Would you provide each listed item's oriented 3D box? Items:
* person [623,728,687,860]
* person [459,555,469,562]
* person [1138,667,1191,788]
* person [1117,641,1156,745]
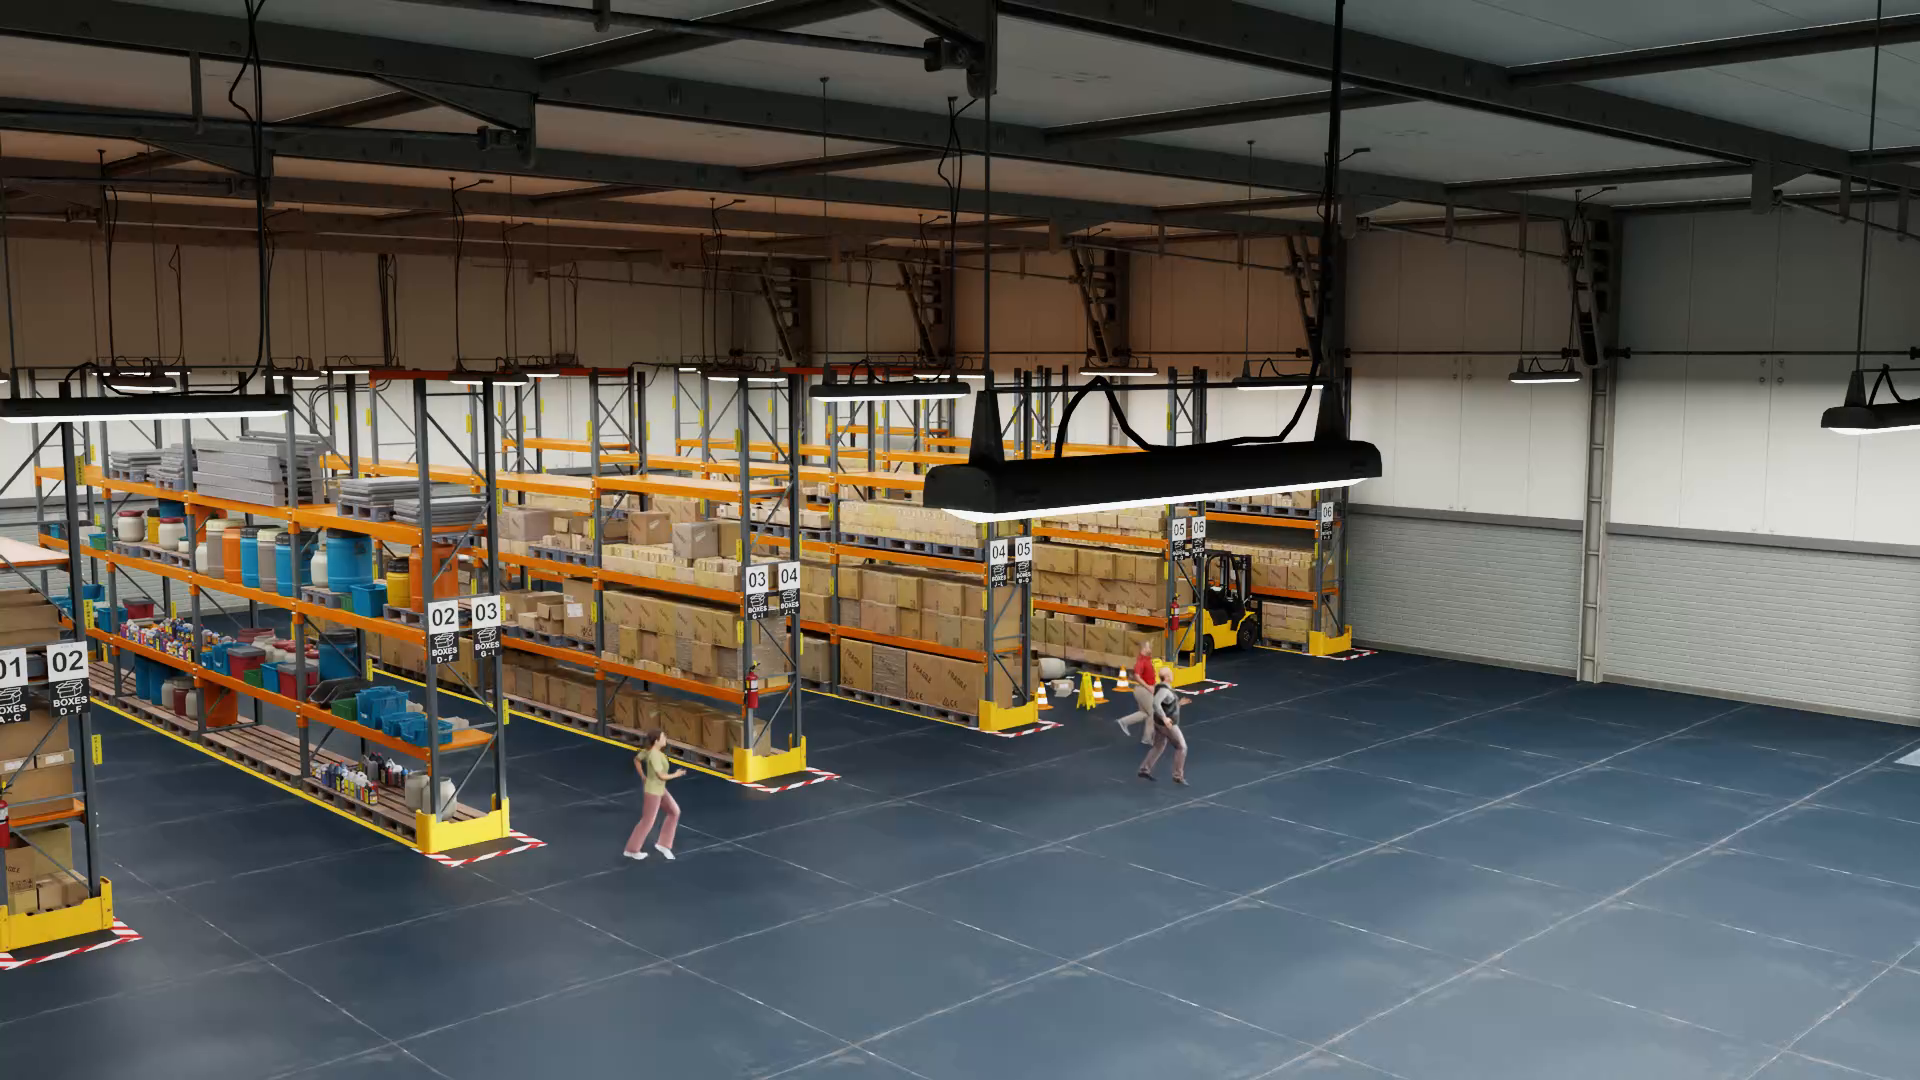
[{"bbox_3d":[-3.795,3.178,20.656,0.798,1.709,0.540,-1,7,-9],"label":"person"},{"bbox_3d":[-11.630,1.152,38.355,0.833,1.682,0.701,-3,7,-25],"label":"person"},{"bbox_3d":[2.997,2.740,24.269,0.776,1.780,0.630,-1,7,-9],"label":"person"},{"bbox_3d":[2.911,2.466,26.911,0.723,1.698,0.683,1,6,6],"label":"person"}]
